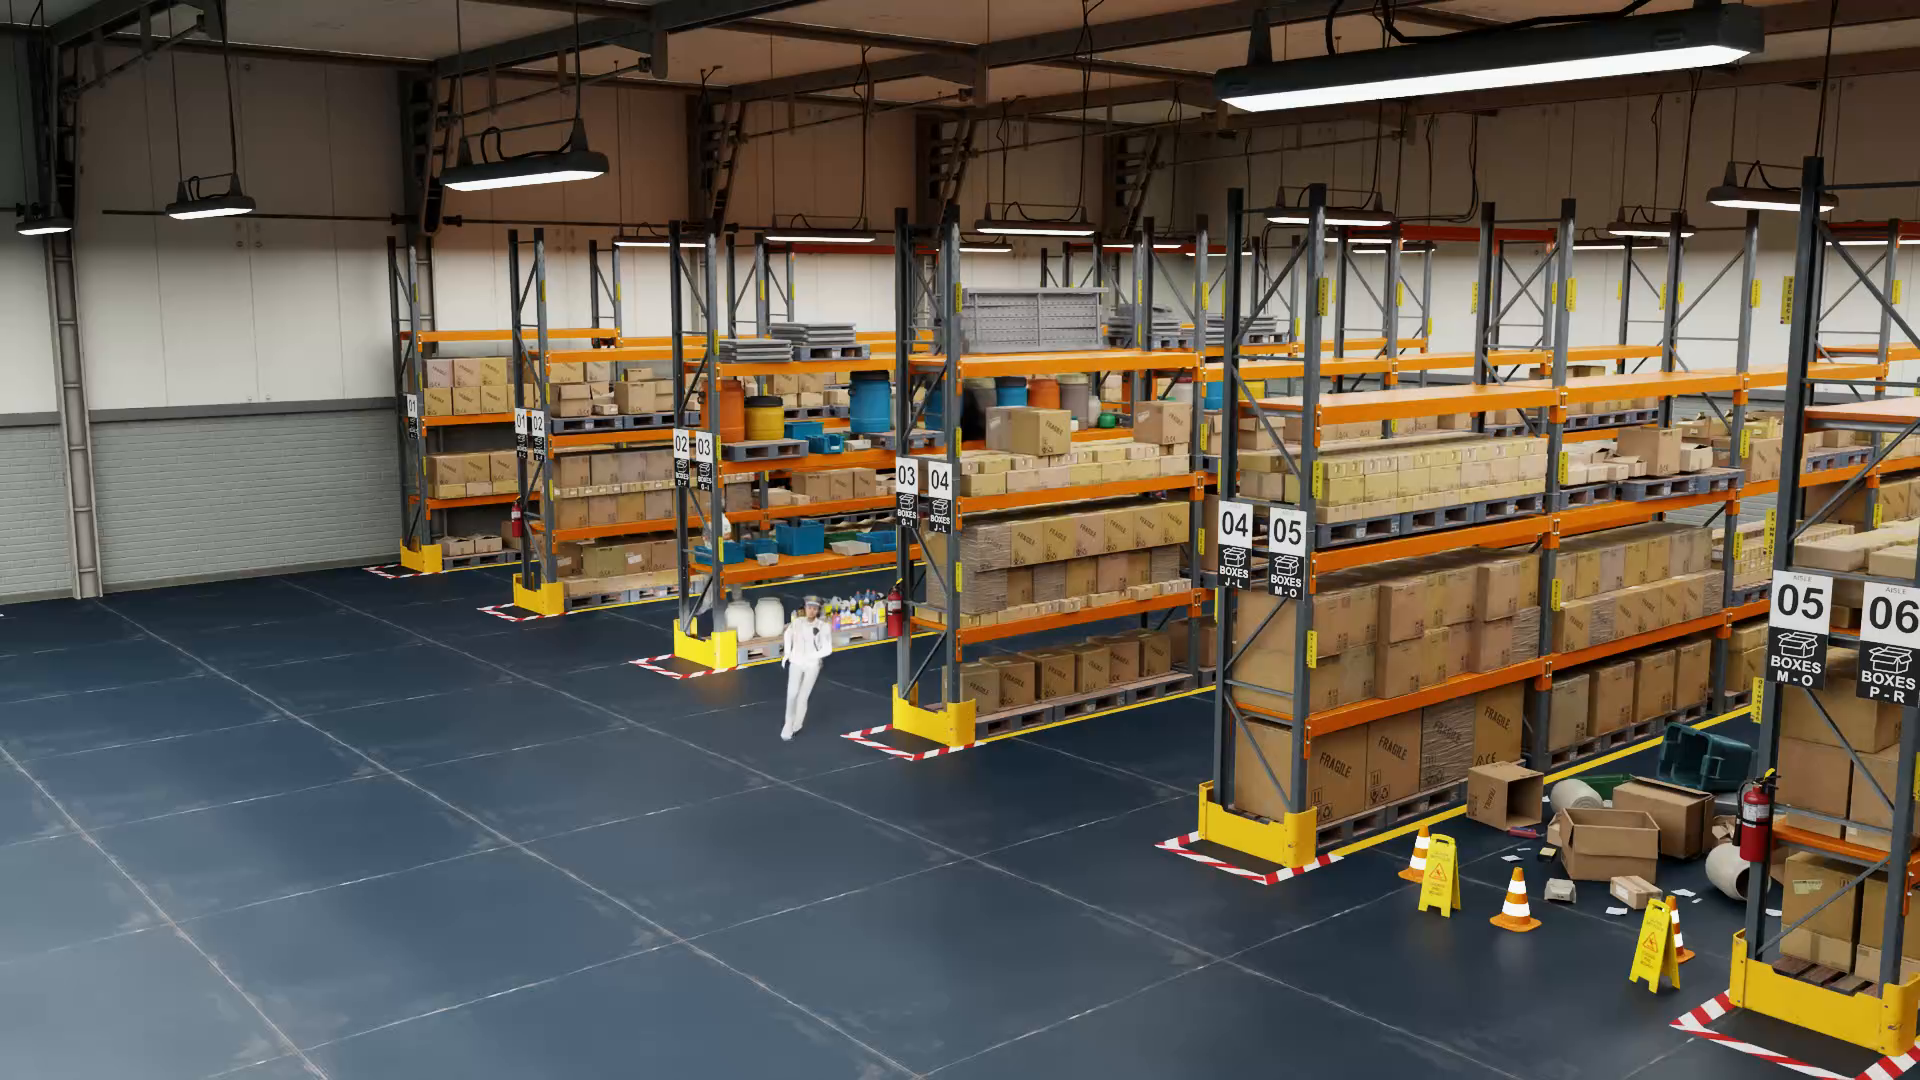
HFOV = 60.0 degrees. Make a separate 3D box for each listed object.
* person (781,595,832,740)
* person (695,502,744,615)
[{"bbox_3d":[-1.750,1.435,18.951,0.597,1.637,0.639,0,9,3],"label":"person"},{"bbox_3d":[-3.595,0.241,24.861,0.792,1.712,0.587,-8,12,-43],"label":"person"}]
